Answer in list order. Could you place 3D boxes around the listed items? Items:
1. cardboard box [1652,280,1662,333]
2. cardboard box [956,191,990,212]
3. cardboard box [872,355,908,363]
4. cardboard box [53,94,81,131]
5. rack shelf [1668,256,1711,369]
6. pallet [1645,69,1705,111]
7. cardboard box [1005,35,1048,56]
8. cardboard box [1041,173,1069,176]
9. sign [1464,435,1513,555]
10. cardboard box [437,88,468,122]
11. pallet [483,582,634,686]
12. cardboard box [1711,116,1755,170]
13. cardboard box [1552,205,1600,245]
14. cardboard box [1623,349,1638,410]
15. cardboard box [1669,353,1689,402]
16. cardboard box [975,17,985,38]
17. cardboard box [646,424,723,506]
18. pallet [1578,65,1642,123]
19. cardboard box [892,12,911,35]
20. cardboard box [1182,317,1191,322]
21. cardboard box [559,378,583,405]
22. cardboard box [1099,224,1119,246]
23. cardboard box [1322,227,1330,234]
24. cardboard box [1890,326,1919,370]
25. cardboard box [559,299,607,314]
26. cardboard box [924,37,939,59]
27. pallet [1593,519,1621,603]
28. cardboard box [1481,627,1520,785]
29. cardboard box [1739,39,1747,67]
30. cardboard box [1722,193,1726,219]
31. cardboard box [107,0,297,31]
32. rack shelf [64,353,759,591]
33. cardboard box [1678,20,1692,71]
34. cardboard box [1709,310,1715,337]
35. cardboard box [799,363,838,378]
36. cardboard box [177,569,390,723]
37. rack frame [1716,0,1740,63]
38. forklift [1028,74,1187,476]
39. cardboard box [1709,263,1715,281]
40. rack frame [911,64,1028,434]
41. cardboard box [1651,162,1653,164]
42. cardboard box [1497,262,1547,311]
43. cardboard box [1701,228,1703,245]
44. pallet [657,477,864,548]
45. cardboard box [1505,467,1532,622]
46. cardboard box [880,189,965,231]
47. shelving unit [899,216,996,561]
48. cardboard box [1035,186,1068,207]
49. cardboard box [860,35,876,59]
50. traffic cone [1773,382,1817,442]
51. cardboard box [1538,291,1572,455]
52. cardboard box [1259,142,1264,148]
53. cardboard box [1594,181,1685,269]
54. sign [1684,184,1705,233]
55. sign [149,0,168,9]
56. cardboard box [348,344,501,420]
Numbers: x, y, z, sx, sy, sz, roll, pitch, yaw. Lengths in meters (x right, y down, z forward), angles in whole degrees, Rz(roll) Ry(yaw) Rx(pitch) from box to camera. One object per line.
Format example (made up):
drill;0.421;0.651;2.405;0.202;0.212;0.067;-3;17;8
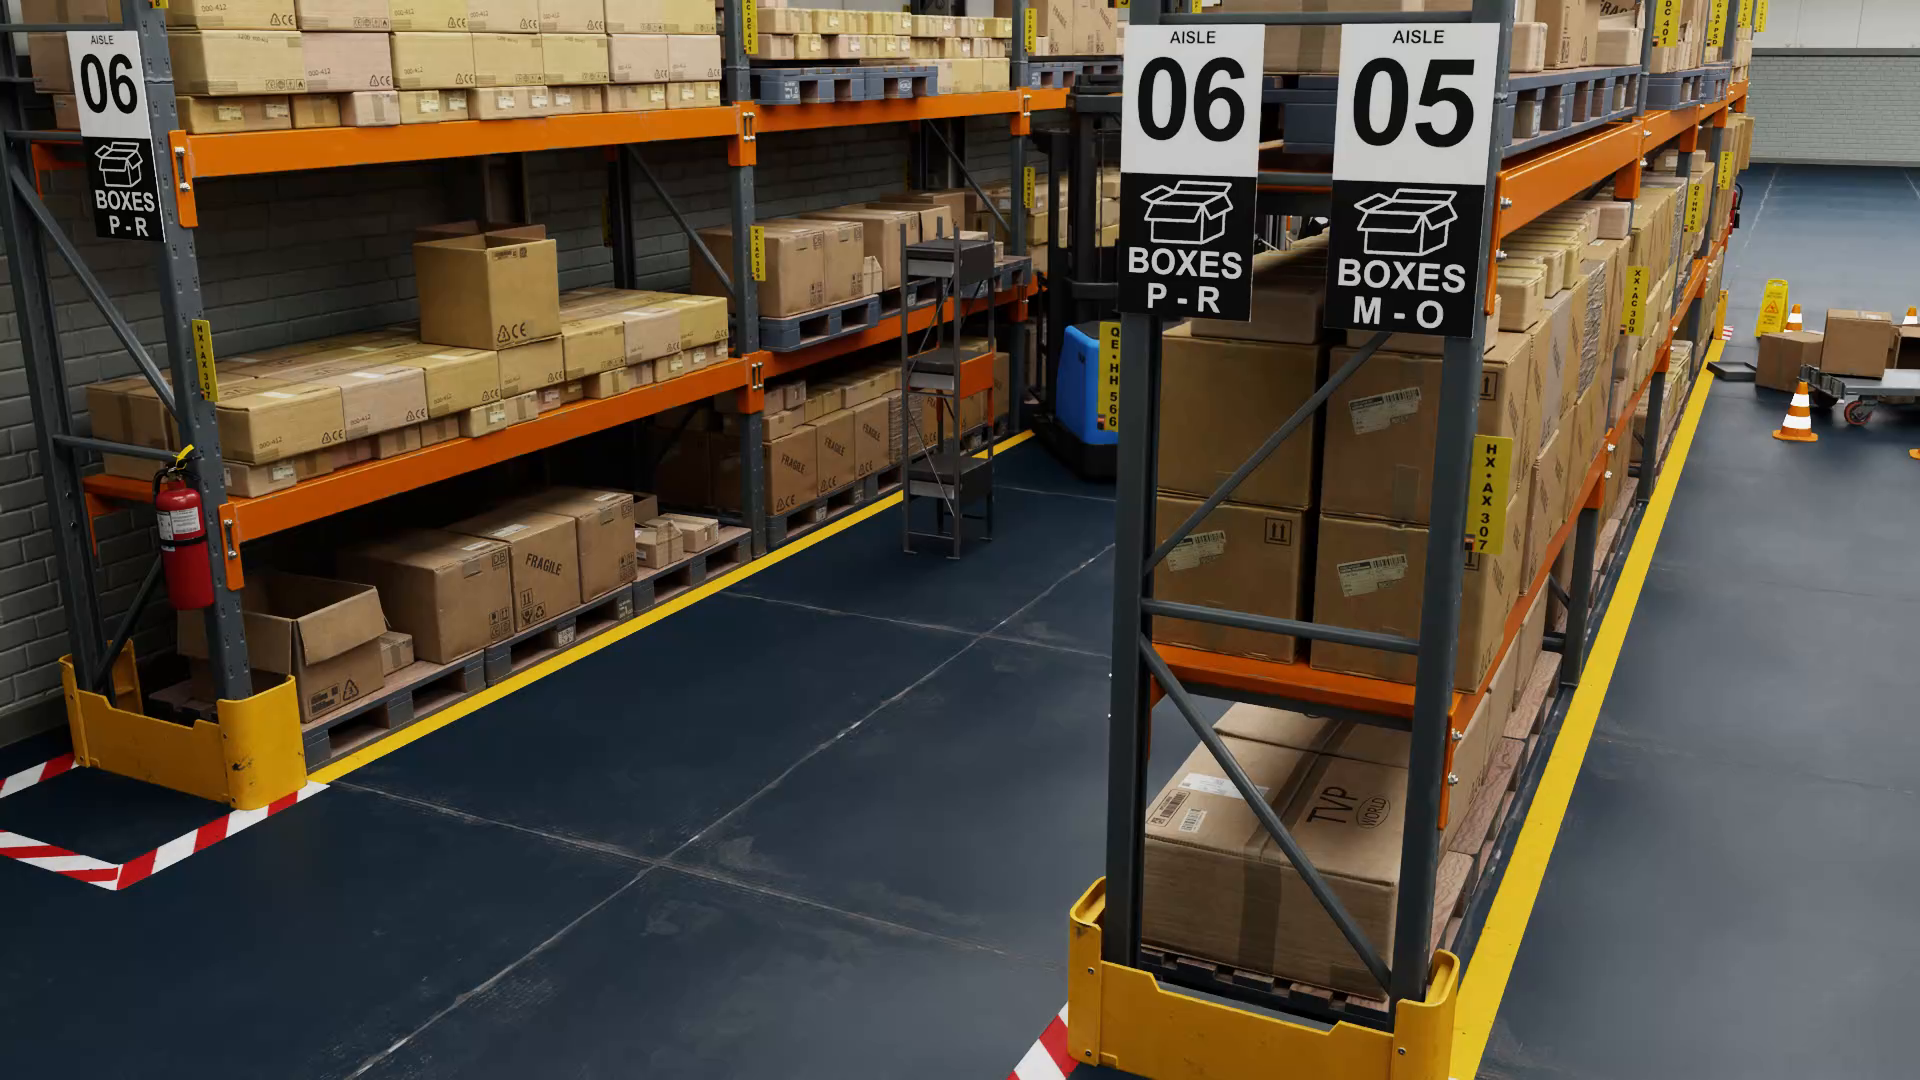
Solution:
cardboard box;3.855;-1.393;9.833;0.500;0.250;0.500;7;18;24
cardboard box;0.034;-2.876;14.124;0.380;0.149;0.250;9;19;27
cardboard box;-0.445;-1.304;12.661;0.380;0.149;0.250;8;18;25
cardboard box;-3.569;-1.799;6.986;0.380;0.149;0.250;9;19;27
rack shelf;5.406;-1.942;13.559;1.077;0.370;4.000;8;18;25
pallet;3.775;-2.669;9.806;1.003;0.211;1.213;9;19;28
cardboard box;0.497;-4.034;13.566;0.380;0.166;0.250;8;18;25
cardboard box;0.999;-3.471;16.127;0.380;0.149;0.250;8;18;25
sign;1.431;-0.121;4.504;0.100;0.325;0.005;8;18;25
cardboard box;-2.562;-2.062;7.871;0.380;0.149;0.250;8;18;25
pallet;-2.569;0.434;9.193;1.003;0.211;1.213;8;18;25
cardboard box;7.685;-4.057;16.960;0.700;0.500;0.500;8;18;25
cardboard box;2.657;-1.425;7.482;0.380;0.149;0.250;9;19;27
cardboard box;3.387;-0.898;9.041;0.500;0.250;0.500;8;18;24
cardboard box;5.749;-1.421;14.417;0.950;0.372;0.625;9;19;29
cardboard box;-0.032;-3.929;12.758;0.380;0.149;0.250;7;18;24
cardboard box;-1.763;-0.555;11.278;0.500;0.500;0.500;8;18;25
pallet;2.350;-1.947;7.200;1.003;0.211;1.213;8;18;25
cardboard box;-0.556;-3.519;11.341;0.380;0.149;0.250;8;18;26
cardboard box;2.369;-2.392;17.900;0.500;0.250;0.500;8;18;26
cardboard box;-2.272;-0.834;9.005;0.380;0.149;0.250;8;18;26
cardboard box;1.173;-2.810;15.480;0.500;0.250;0.500;9;19;27
cardboard box;1.654;-1.164;6.605;0.380;0.149;0.250;8;18;26
cardboard box;9.156;-1.675;15.542;0.797;0.637;0.503;8;18;25
cardboard box;-2.398;-1.240;9.671;0.500;0.250;0.500;8;18;25
cardboard box;-0.375;-3.591;12.142;0.380;0.149;0.250;8;18;26
pallet;3.546;0.060;10.452;1.003;0.211;1.213;8;18;25
cardboard box;1.948;0.642;7.356;0.875;0.438;0.875;8;18;24
cardboard box;7.198;-4.641;15.854;0.500;0.250;0.500;8;18;26
cardboard box;7.393;-3.452;16.681;0.500;0.500;0.500;8;18;26
cardboard box;-3.082;-2.200;6.758;0.500;0.250;0.500;8;18;25
rack shelf;-2.611;-0.535;8.822;1.077;0.370;4.000;8;18;25
cardboard box;3.854;-2.755;9.260;0.396;0.266;0.258;10;19;30
cardboard box;7.727;-2.328;17.685;0.500;0.250;0.500;8;18;26
cardboard box;-1.131;-1.230;12.409;0.380;0.149;0.250;7;18;23
cardboard box;-3.147;0.481;7.784;0.797;0.503;0.637;7;18;23
rack frame;6.299;-5.672;14.318;1.000;3.000;0.127;8;18;25
forklift;1.194;-2.258;13.479;1.130;2.935;3.031;-3;17;-9
cardboard box;7.142;-2.622;16.218;0.380;0.149;0.250;9;19;27
rack frame;0.070;-2.408;13.865;1.000;3.000;0.127;8;18;25
cardboard box;5.833;-3.106;14.776;0.500;0.500;0.500;9;19;27
cardboard box;1.717;-0.830;5.480;0.380;0.149;0.250;7;18;24
cardboard box;6.099;-2.576;14.133;0.380;0.149;0.250;8;18;24
pallet;-1.388;-0.265;11.545;1.003;0.211;1.213;8;18;25
cardboard box;1.610;-0.006;5.601;0.500;0.500;0.500;8;18;25
cardboard box;-0.300;-2.546;13.416;0.500;0.500;0.500;9;19;28
shelving unit;-0.074;-0.964;10.583;0.431;2.100;0.503;8;18;25
cardboard box;0.791;-3.016;14.596;0.380;0.149;0.250;8;18;26
cardboard box;-0.774;-3.242;10.932;0.380;0.149;0.250;8;18;25
traffic cone;6.998;-1.087;13.870;0.336;0.463;0.334;8;18;25
cardboard box;1.854;-0.618;5.905;0.500;0.500;0.500;8;18;25
cardboard box;3.303;-4.558;19.266;0.380;0.149;0.250;9;19;27
cardboard box;4.293;-2.008;10.586;0.500;0.500;0.500;8;19;26
sign;5.010;-2.263;11.342;0.100;0.325;0.005;8;18;25
sign;-3.020;-2.159;6.220;0.100;0.325;0.005;8;18;25
cardboard box;-2.613;-0.781;8.125;0.500;0.250;0.500;8;18;24
